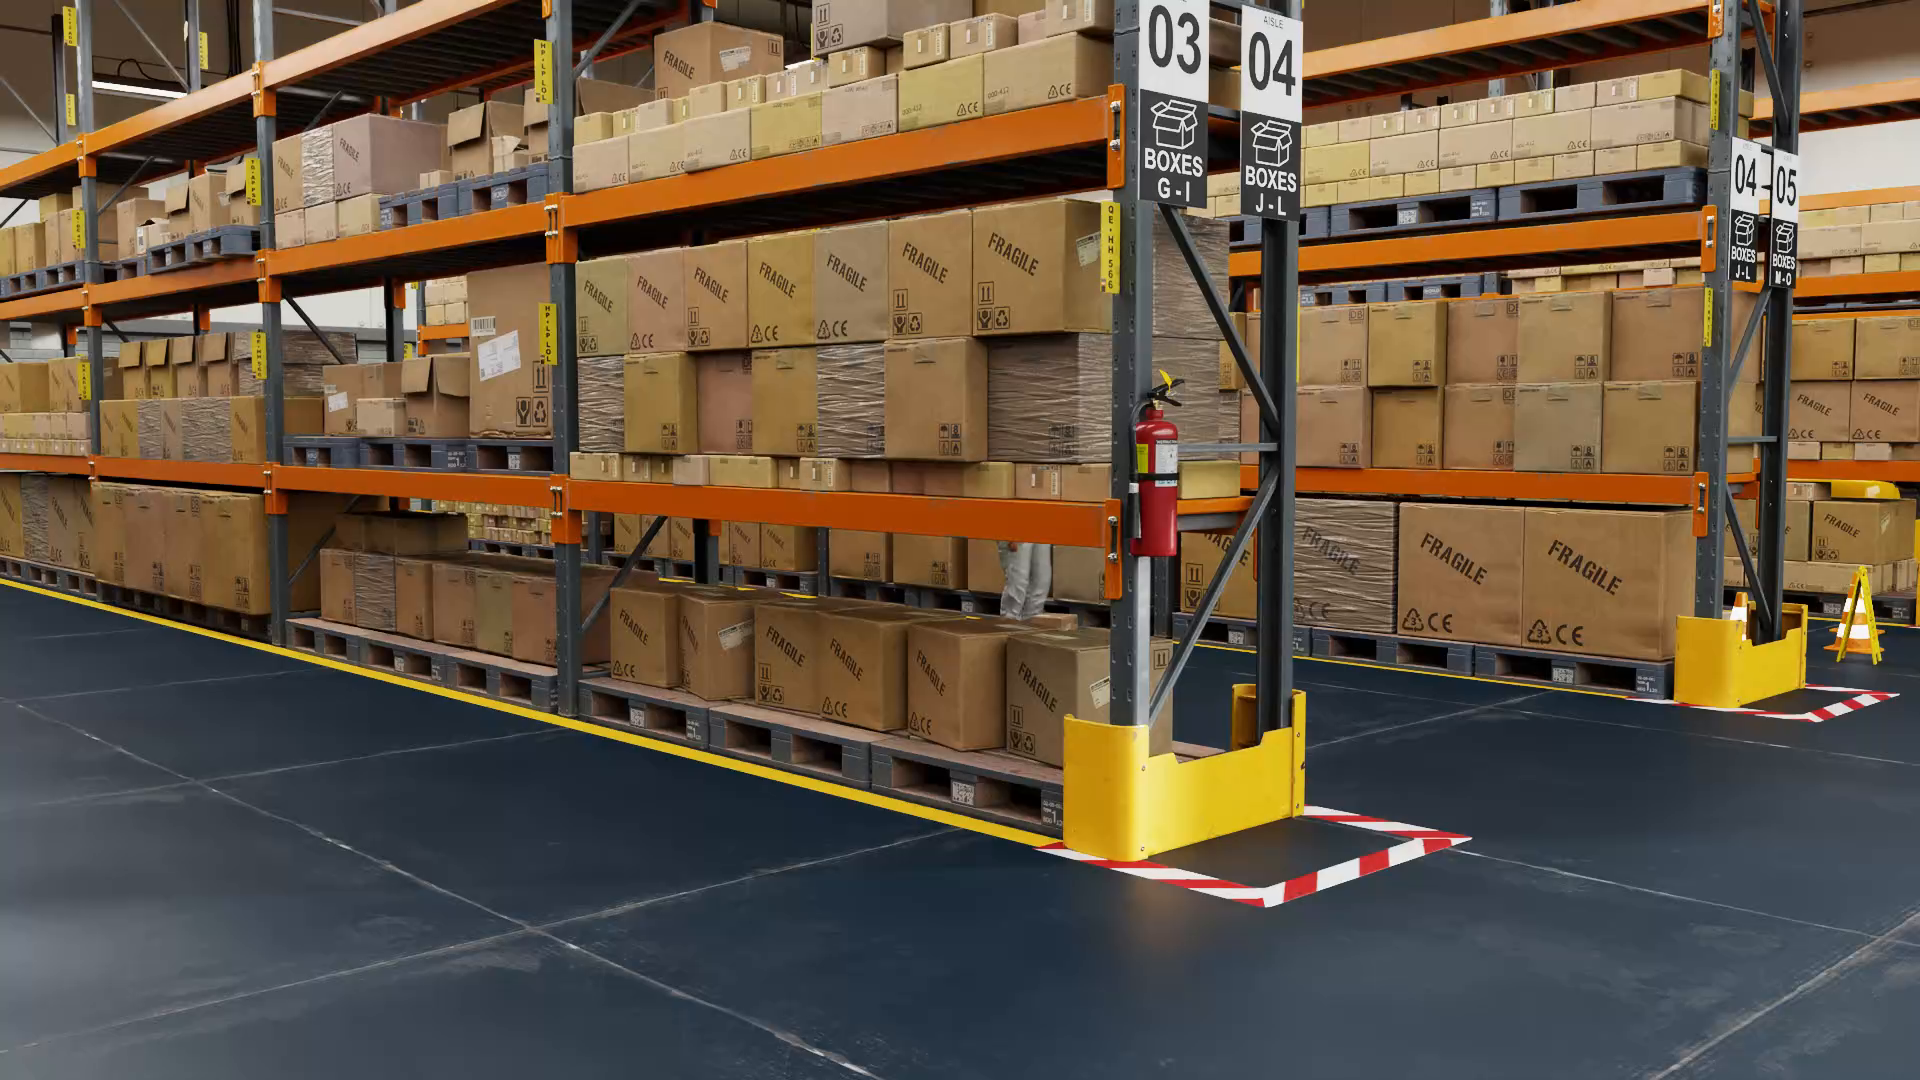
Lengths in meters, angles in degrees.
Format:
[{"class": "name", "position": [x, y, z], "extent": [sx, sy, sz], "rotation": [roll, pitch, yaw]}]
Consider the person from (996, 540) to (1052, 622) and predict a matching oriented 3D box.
[{"class": "person", "position": [0.482, -0.057, 11.808], "extent": [0.472, 1.666, 0.547], "rotation": [3, 5, 35]}]
